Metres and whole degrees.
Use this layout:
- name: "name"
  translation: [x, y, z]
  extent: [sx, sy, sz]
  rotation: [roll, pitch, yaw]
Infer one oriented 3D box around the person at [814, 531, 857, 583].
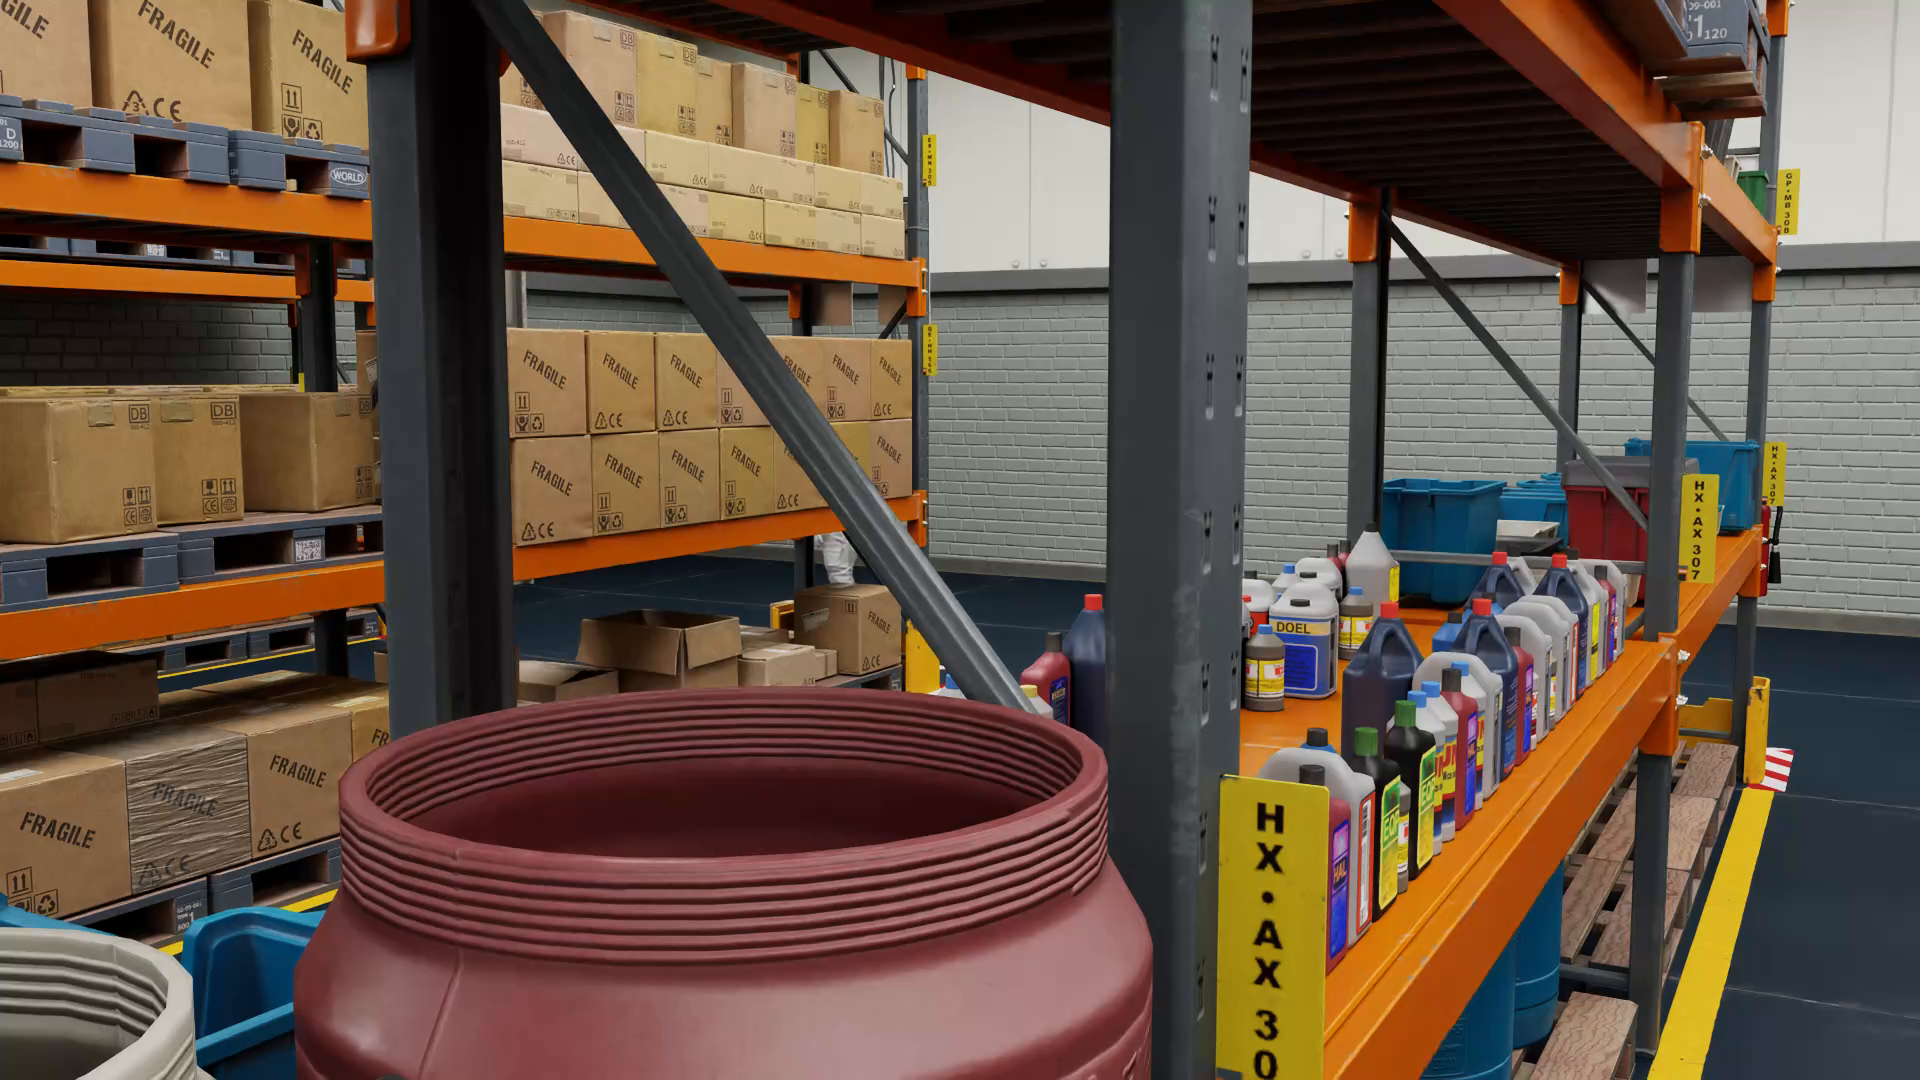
- name: "person"
  translation: [-0.999, -0.115, 13.064]
  extent: [0.461, 1.791, 0.540]
  rotation: [3, 7, 30]
